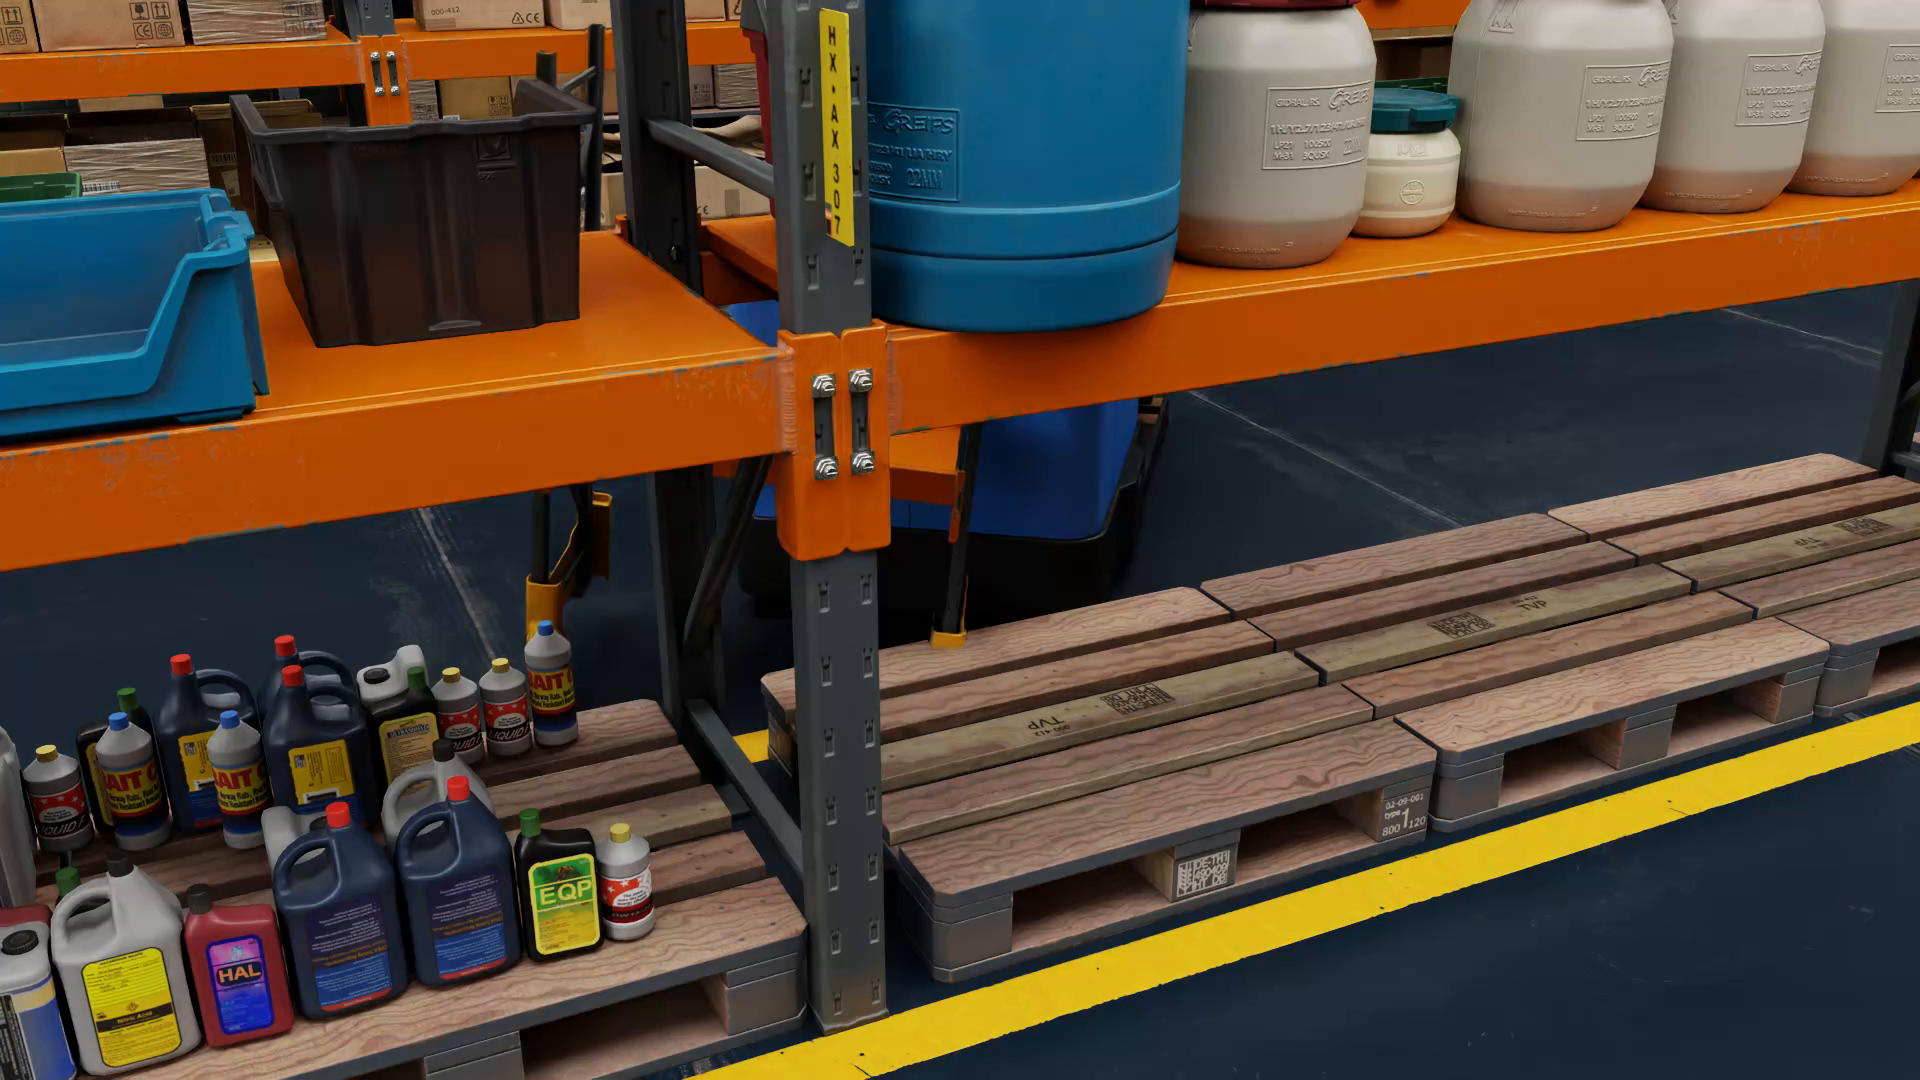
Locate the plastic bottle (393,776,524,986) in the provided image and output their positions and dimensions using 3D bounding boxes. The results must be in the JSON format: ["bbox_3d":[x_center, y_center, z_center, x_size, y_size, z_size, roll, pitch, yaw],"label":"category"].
[{"bbox_3d":[-0.862,0.569,2.841,0.185,0.351,0.144,-11,25,-25],"label":"plastic bottle"}]

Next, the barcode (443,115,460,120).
[{"bbox_3d":[-2.141,-1.756,7.007,0.075,0.075,0.001,-10,25,-24],"label":"barcode"}]

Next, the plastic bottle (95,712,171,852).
[{"bbox_3d":[-1.600,0.459,3.210,0.097,0.271,0.097,0,22,0],"label":"plastic bottle"}]

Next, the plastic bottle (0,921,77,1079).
[{"bbox_3d":[-1.474,0.715,2.587,0.135,0.276,0.152,-10,24,-23],"label":"plastic bottle"}]

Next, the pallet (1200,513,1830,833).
[{"bbox_3d":[1.385,0.284,4.289,1.213,0.211,1.003,-10,25,-24],"label":"pallet"}]

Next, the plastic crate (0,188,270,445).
[{"bbox_3d":[-1.286,-0.311,2.275,0.616,0.251,0.499,-10,25,-24],"label":"plastic crate"}]

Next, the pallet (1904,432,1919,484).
[{"bbox_3d":[3.890,-0.178,5.403,1.213,0.211,1.003,-10,25,-24],"label":"pallet"}]

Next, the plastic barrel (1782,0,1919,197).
[{"bbox_3d":[1.984,-1.058,3.739,0.421,0.512,0.421,0,22,0],"label":"plastic barrel"}]

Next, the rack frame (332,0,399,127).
[{"bbox_3d":[-2.551,-2.365,7.042,0.127,3.000,1.000,-10,25,-24],"label":"rack frame"}]

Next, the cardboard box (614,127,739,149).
[{"bbox_3d":[-1.394,-1.884,8.193,0.500,0.311,0.500,-11,25,-24],"label":"cardboard box"}]

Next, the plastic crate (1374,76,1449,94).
[{"bbox_3d":[1.040,-0.946,3.890,0.662,0.188,0.450,-10,25,-24],"label":"plastic crate"}]

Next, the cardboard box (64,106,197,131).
[{"bbox_3d":[-3.552,-1.580,7.212,0.500,0.500,0.500,-10,25,-24],"label":"cardboard box"}]

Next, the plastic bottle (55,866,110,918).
[{"bbox_3d":[-1.393,0.655,2.722,0.133,0.283,0.061,-10,25,-24],"label":"plastic bottle"}]

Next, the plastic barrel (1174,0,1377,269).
[{"bbox_3d":[0.551,-0.803,3.091,0.433,0.535,0.433,0,22,0],"label":"plastic barrel"}]

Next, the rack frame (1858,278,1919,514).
[{"bbox_3d":[3.198,-1.321,4.519,0.127,3.000,1.000,-10,25,-24],"label":"rack frame"}]

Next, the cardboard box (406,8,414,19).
[{"bbox_3d":[-3.652,-3.668,11.903,0.500,0.250,0.500,-11,25,-25],"label":"cardboard box"}]

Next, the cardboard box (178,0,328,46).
[{"bbox_3d":[-2.948,-2.335,6.839,0.500,0.500,0.700,-11,25,-25],"label":"cardboard box"}]

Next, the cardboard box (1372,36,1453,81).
[{"bbox_3d":[2.763,-2.841,9.905,0.500,0.250,0.500,-11,25,-25],"label":"cardboard box"}]

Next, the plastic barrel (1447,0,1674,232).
[{"bbox_3d":[1.212,-0.925,3.385,0.433,0.535,0.433,0,22,0],"label":"plastic barrel"}]

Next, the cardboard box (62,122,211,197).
[{"bbox_3d":[-3.330,-1.404,6.785,0.500,0.500,0.500,-10,25,-24],"label":"cardboard box"}]

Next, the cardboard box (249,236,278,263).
[{"bbox_3d":[-2.874,-1.136,7.119,0.500,0.250,0.500,-10,25,-24],"label":"cardboard box"}]

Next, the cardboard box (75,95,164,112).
[{"bbox_3d":[-5.621,-2.934,11.109,0.500,0.500,0.500,-12,26,-28],"label":"cardboard box"}]

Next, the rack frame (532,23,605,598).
[{"bbox_3d":[-0.966,-0.465,4.094,0.032,1.500,0.500,7,24,-1],"label":"rack frame"}]

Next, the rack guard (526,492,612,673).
[{"bbox_3d":[-1.019,0.103,4.351,0.087,0.250,0.587,7,24,-1],"label":"rack guard"}]

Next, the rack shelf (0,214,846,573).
[{"bbox_3d":[-2.209,0.007,2.252,4.000,0.370,1.077,-10,25,-24],"label":"rack shelf"}]

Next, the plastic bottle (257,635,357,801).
[{"bbox_3d":[-1.314,0.354,3.361,0.185,0.351,0.144,-10,24,-22],"label":"plastic bottle"}]

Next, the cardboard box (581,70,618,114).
[{"bbox_3d":[-2.675,-3.508,12.497,0.500,0.500,0.700,-11,25,-24],"label":"cardboard box"}]

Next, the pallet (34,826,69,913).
[{"bbox_3d":[-2.130,0.932,2.723,1.213,0.211,1.003,-10,25,-24],"label":"pallet"}]

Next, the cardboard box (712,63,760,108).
[{"bbox_3d":[-1.725,-3.646,12.829,0.500,0.500,0.700,-10,25,-23],"label":"cardboard box"}]

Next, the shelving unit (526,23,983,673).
[{"bbox_3d":[-0.453,-0.402,4.100,1.083,1.500,0.587,7,24,-1],"label":"shelving unit"}]

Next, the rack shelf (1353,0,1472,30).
[{"bbox_3d":[2.855,-3.028,9.584,4.000,0.370,1.077,-10,25,-24],"label":"rack shelf"}]

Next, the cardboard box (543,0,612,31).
[{"bbox_3d":[-1.664,-2.325,7.274,0.250,0.149,0.380,-10,25,-24],"label":"cardboard box"}]

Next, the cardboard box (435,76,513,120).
[{"bbox_3d":[-3.603,-3.351,12.116,0.500,0.500,0.700,-11,25,-25],"label":"cardboard box"}]

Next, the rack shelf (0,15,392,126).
[{"bbox_3d":[-4.353,-1.701,6.378,4.000,0.370,1.077,-10,25,-24],"label":"rack shelf"}]

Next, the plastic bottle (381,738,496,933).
[{"bbox_3d":[-0.924,0.520,2.961,0.185,0.351,0.144,-10,25,-24],"label":"plastic bottle"}]

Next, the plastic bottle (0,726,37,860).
[{"bbox_3d":[-1.867,0.456,3.115,0.185,0.351,0.144,-11,25,-24],"label":"plastic bottle"}]

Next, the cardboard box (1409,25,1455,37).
[{"bbox_3d":[4.141,-4.693,15.385,0.500,0.500,0.700,-10,24,-22],"label":"cardboard box"}]

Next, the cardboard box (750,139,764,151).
[{"bbox_3d":[-0.686,-1.786,7.955,0.500,0.311,0.500,-10,24,-22],"label":"cardboard box"}]

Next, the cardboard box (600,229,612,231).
[{"bbox_3d":[-1.619,-1.354,7.646,0.500,0.250,0.500,-10,24,-22],"label":"cardboard box"}]

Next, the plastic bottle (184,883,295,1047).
[{"bbox_3d":[-1.163,0.674,2.677,0.133,0.283,0.061,-9,24,-20],"label":"plastic bottle"}]

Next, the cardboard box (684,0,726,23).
[{"bbox_3d":[-1.378,-2.620,7.528,0.500,0.500,0.500,-9,24,-20],"label":"cardboard box"}]

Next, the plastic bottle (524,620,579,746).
[{"bbox_3d":[-0.884,0.302,3.591,0.097,0.271,0.097,0,22,0],"label":"plastic bottle"}]

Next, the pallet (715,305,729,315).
[{"bbox_3d":[-0.804,-1.416,8.395,1.213,0.211,1.003,-10,25,-24],"label":"pallet"}]

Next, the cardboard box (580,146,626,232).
[{"bbox_3d":[-1.618,-1.612,7.534,0.500,0.311,0.500,-11,25,-24],"label":"cardboard box"}]

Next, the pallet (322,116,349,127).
[{"bbox_3d":[-4.002,-2.913,12.011,1.213,0.211,1.003,-10,25,-24],"label":"pallet"}]

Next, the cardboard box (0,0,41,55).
[{"bbox_3d":[-3.875,-2.164,6.425,0.500,0.500,0.700,-10,25,-23],"label":"cardboard box"}]

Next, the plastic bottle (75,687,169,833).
[{"bbox_3d":[-1.651,0.430,3.266,0.133,0.283,0.061,-9,24,-21],"label":"plastic bottle"}]

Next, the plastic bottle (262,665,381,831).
[{"bbox_3d":[-1.251,0.404,3.241,0.185,0.351,0.144,-10,25,-24],"label":"plastic bottle"}]

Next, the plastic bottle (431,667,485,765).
[{"bbox_3d":[-1.067,0.368,3.523,0.097,0.201,0.097,0,22,0],"label":"plastic bottle"}]

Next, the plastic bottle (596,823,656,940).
[{"bbox_3d":[-0.598,0.600,2.962,0.097,0.201,0.097,0,22,0],"label":"plastic bottle"}]

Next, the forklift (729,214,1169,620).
[{"bbox_3d":[0.162,-1.661,5.429,1.130,2.935,3.031,4,23,11],"label":"forklift"}]
